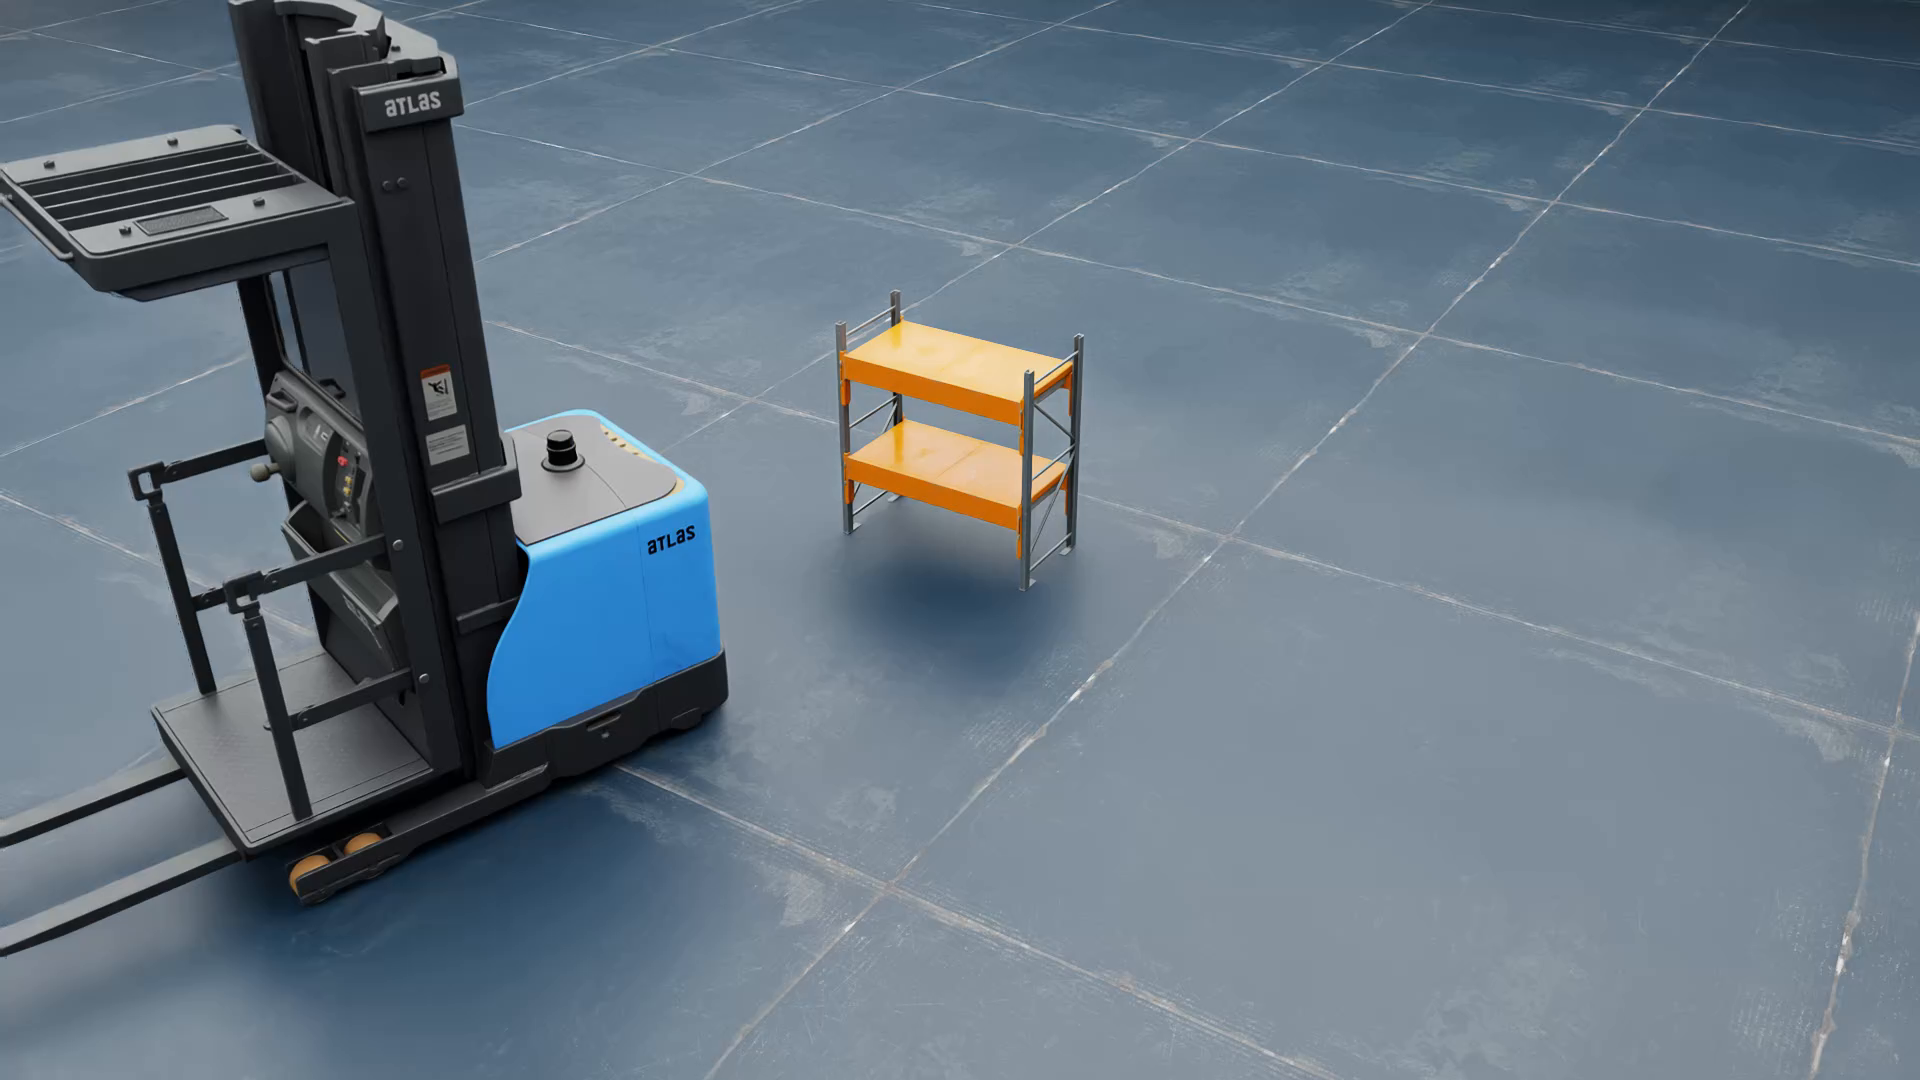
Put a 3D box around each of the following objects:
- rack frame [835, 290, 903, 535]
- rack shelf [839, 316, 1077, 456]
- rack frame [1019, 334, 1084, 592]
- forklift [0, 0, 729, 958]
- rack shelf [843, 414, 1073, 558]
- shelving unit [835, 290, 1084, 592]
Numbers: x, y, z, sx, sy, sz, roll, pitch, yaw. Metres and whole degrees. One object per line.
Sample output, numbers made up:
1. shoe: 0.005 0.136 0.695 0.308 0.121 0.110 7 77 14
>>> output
1. rack frame: -0.436 -0.624 8.203 0.032 1.125 0.500 18 35 27
2. rack shelf: -0.006 -0.740 7.822 1.000 0.278 0.538 18 35 27
3. rack frame: 0.425 -0.351 7.736 0.032 1.125 0.500 18 35 27
4. forklift: -2.429 -0.258 5.783 3.031 2.935 1.130 -23 37 -34
5. rack shelf: -0.006 -0.276 8.093 1.000 0.278 0.538 18 35 27
6. shelving unit: -0.006 -0.488 7.970 1.048 1.125 0.538 18 35 27
